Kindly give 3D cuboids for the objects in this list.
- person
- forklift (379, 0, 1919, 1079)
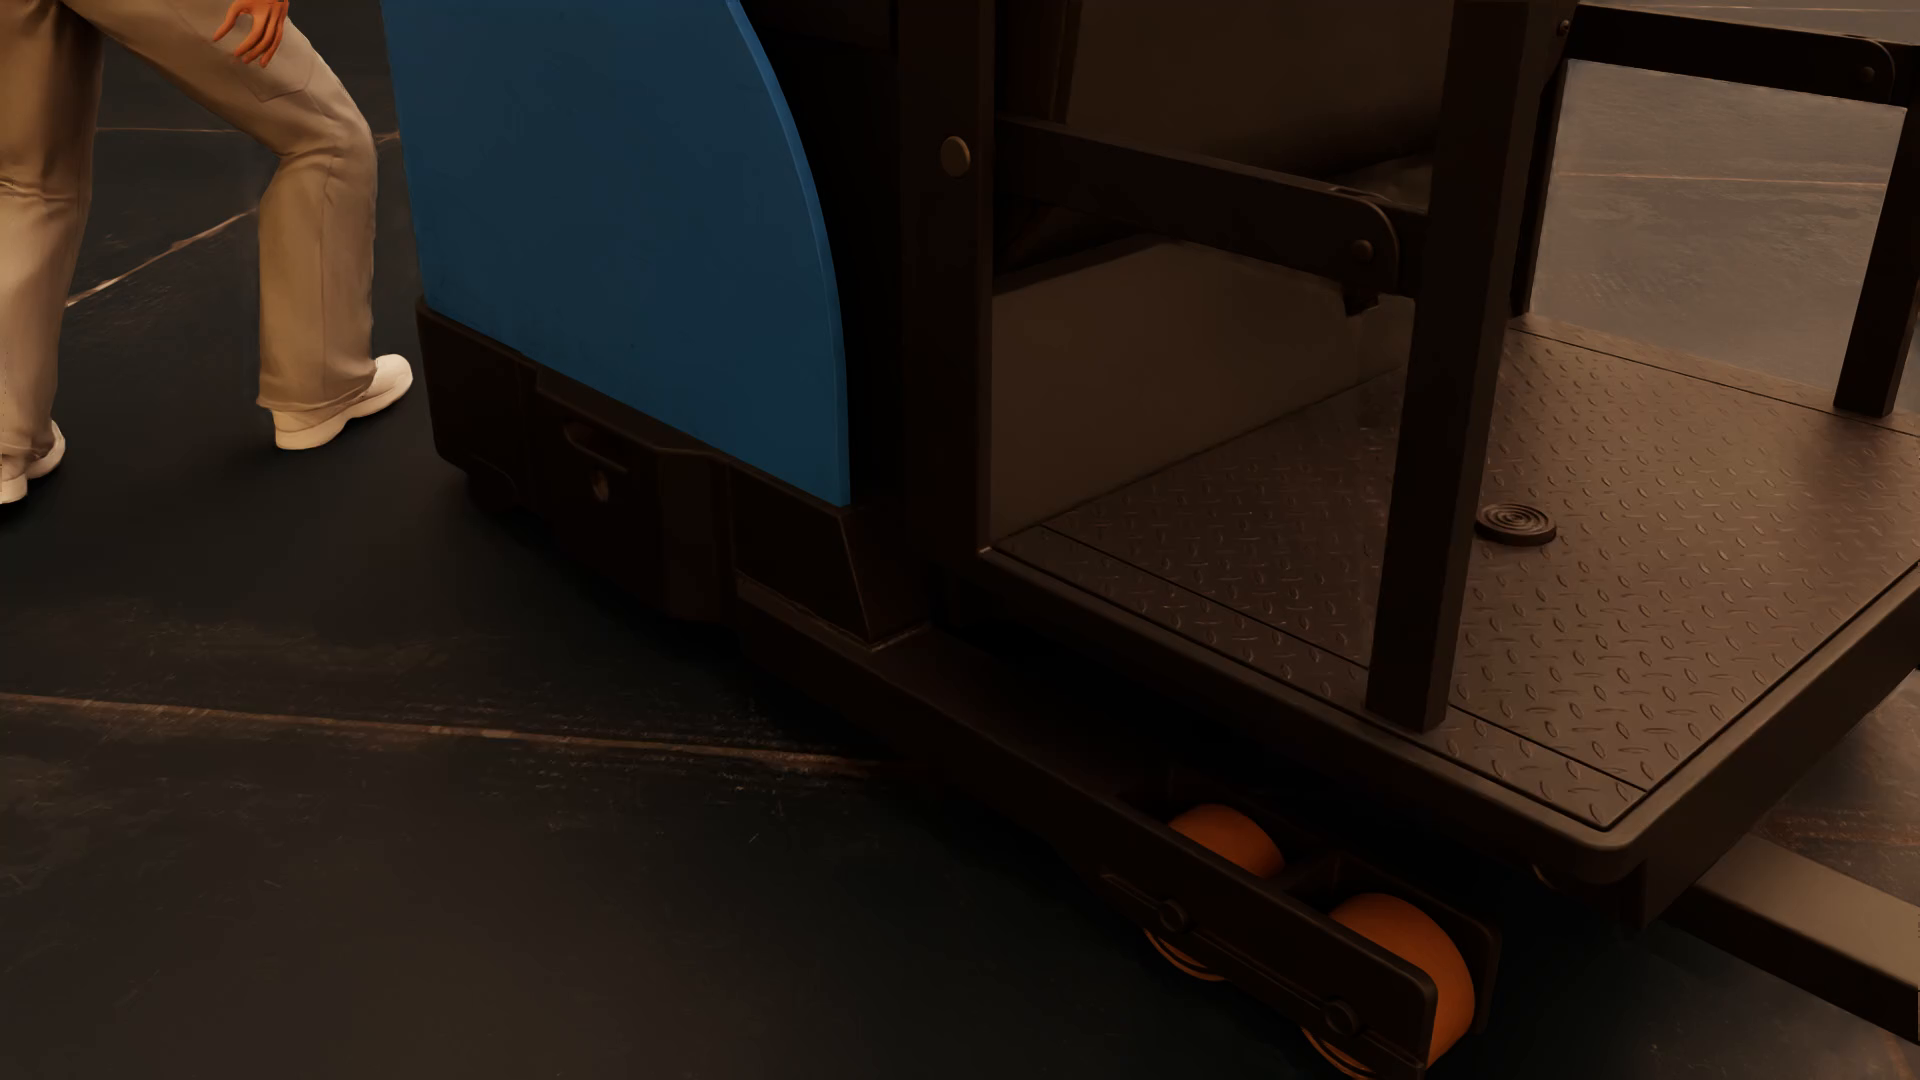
[{"bbox_3d":[-1.238,-0.862,2.450,0.632,1.586,0.708,7,27,13],"label":"person"},{"bbox_3d":[0.547,-1.079,1.379,1.130,2.935,3.031,-23,35,-38],"label":"forklift"}]
